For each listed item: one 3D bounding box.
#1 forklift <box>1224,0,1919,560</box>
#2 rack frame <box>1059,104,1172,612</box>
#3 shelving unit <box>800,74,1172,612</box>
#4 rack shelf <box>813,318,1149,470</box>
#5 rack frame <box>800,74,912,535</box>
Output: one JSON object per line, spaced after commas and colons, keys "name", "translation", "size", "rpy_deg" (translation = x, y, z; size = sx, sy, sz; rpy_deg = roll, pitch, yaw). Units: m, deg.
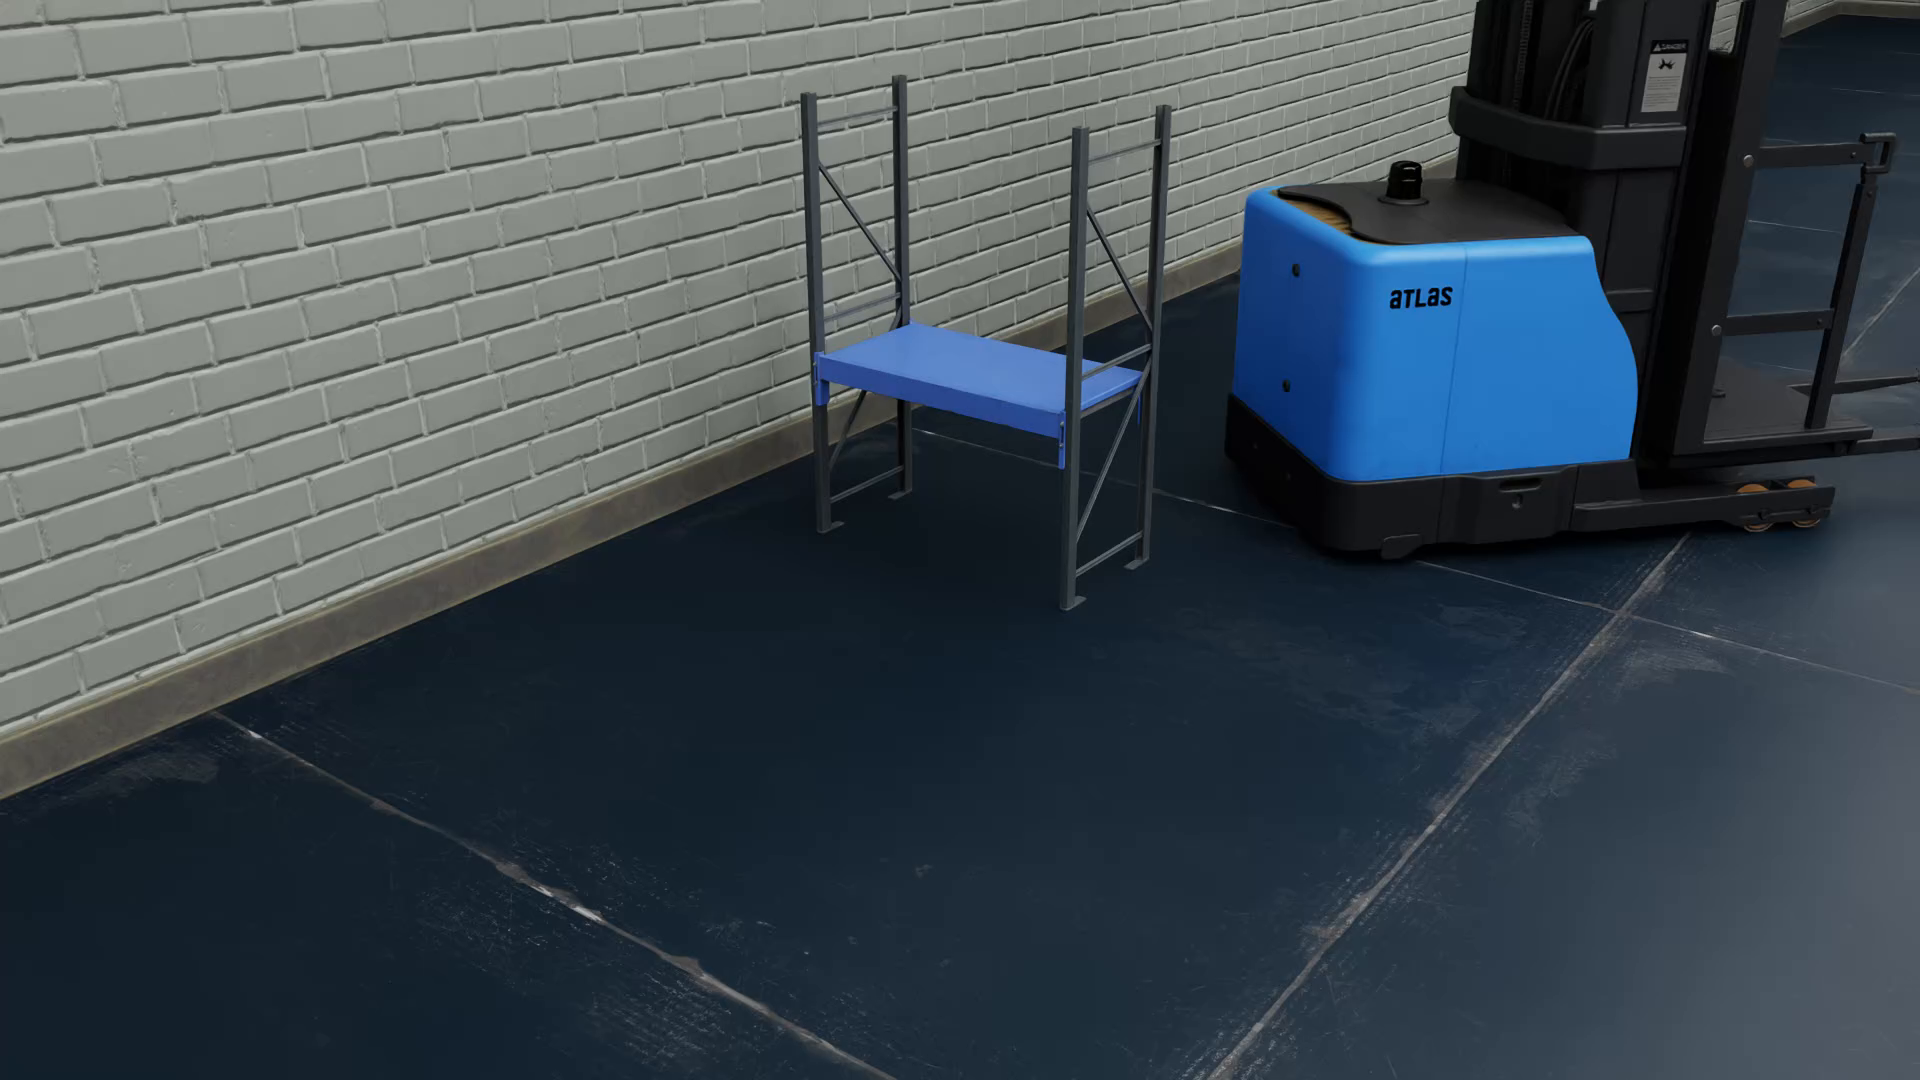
{"name": "forklift", "translation": [2.579, -1.569, 5.677], "size": [3.031, 2.935, 1.130], "rpy_deg": [-5, 24, -12]}
{"name": "rack frame", "translation": [0.475, -0.543, 5.122], "size": [0.032, 1.500, 0.500], "rpy_deg": [17, 29, 33]}
{"name": "shelving unit", "translation": [0.068, -0.666, 5.401], "size": [1.048, 1.500, 0.538], "rpy_deg": [17, 29, 33]}
{"name": "rack shelf", "translation": [0.068, -0.501, 5.473], "size": [1.000, 0.185, 0.538], "rpy_deg": [17, 29, 33]}
{"name": "rack frame", "translation": [-0.339, -0.789, 5.680], "size": [0.032, 1.500, 0.500], "rpy_deg": [17, 29, 33]}
